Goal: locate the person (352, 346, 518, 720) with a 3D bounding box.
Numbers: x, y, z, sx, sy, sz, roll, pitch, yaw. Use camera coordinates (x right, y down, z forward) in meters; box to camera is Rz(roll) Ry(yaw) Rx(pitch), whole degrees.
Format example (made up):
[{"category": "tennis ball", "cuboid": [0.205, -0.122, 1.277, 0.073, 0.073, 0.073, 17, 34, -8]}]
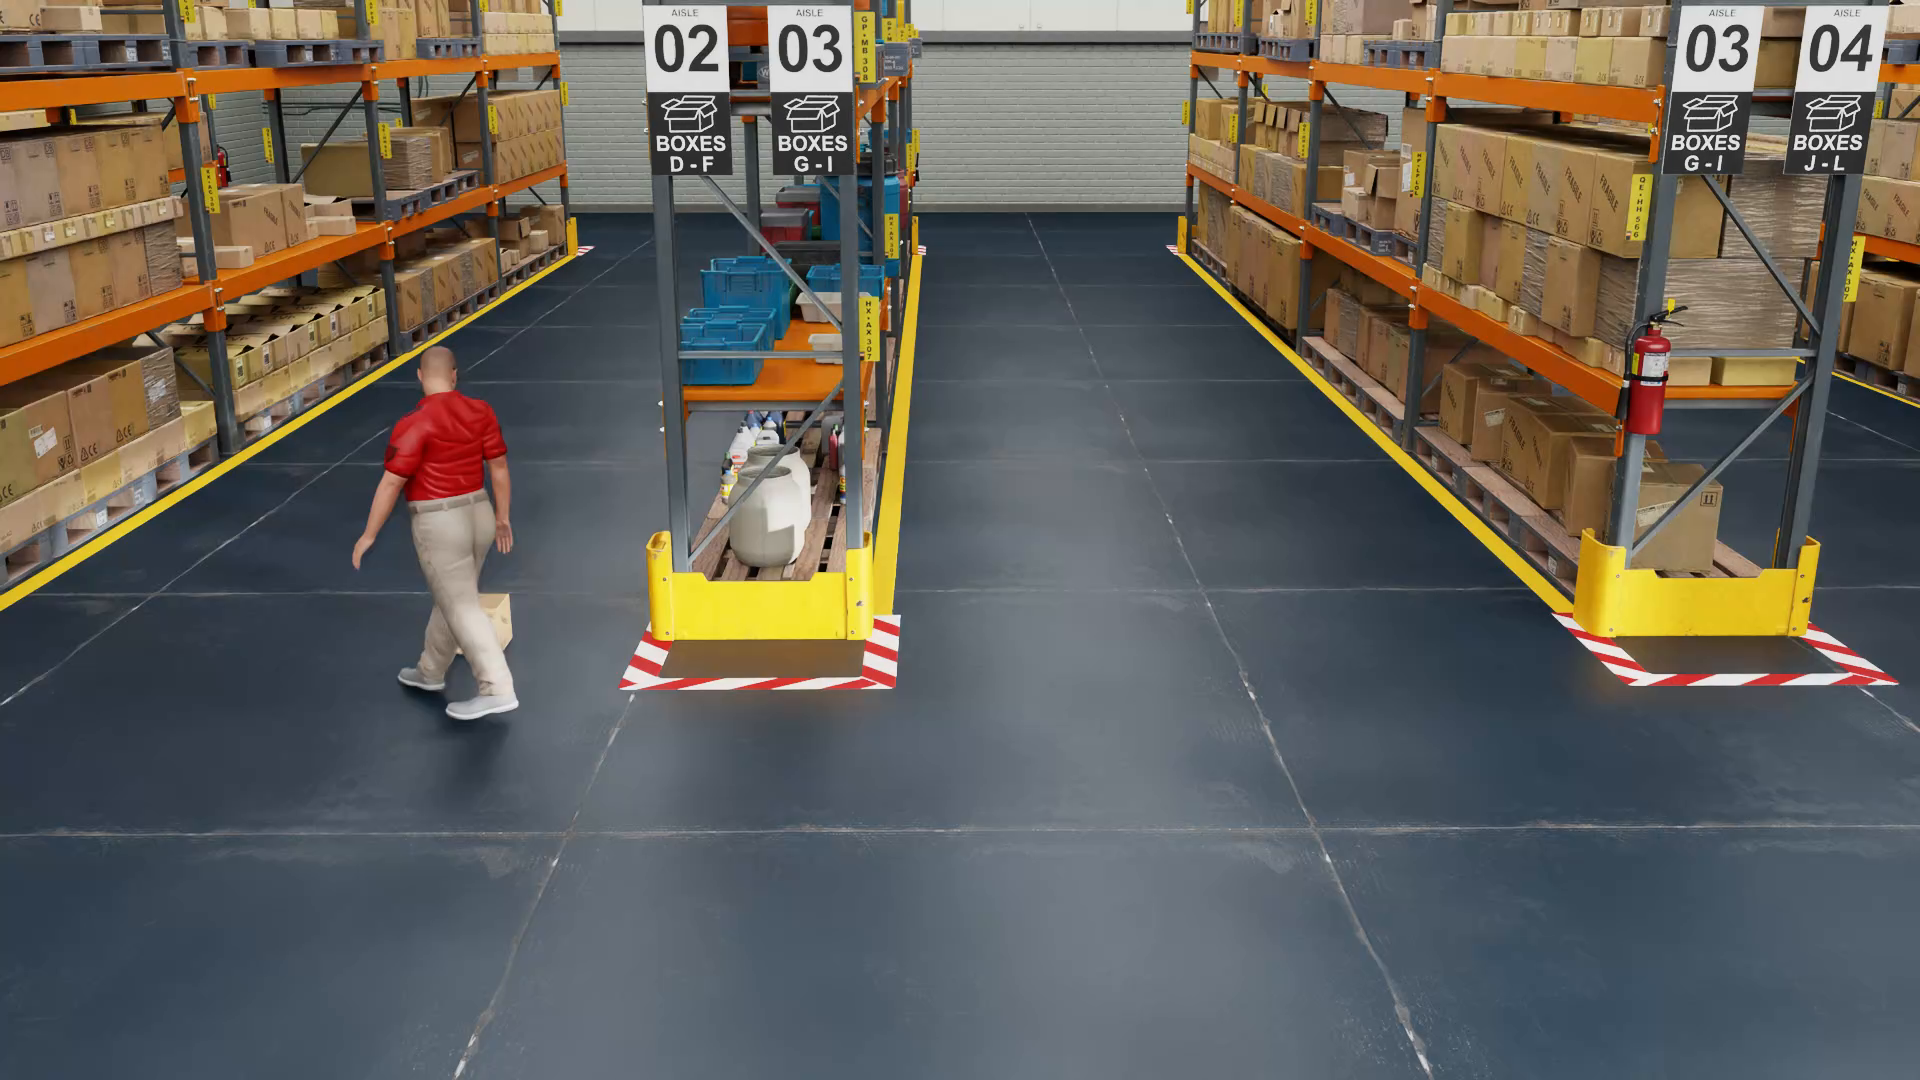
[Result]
[{"category": "person", "cuboid": [-2.447, -0.037, 7.658, 0.813, 1.699, 0.656, 8, 19, 23]}]
